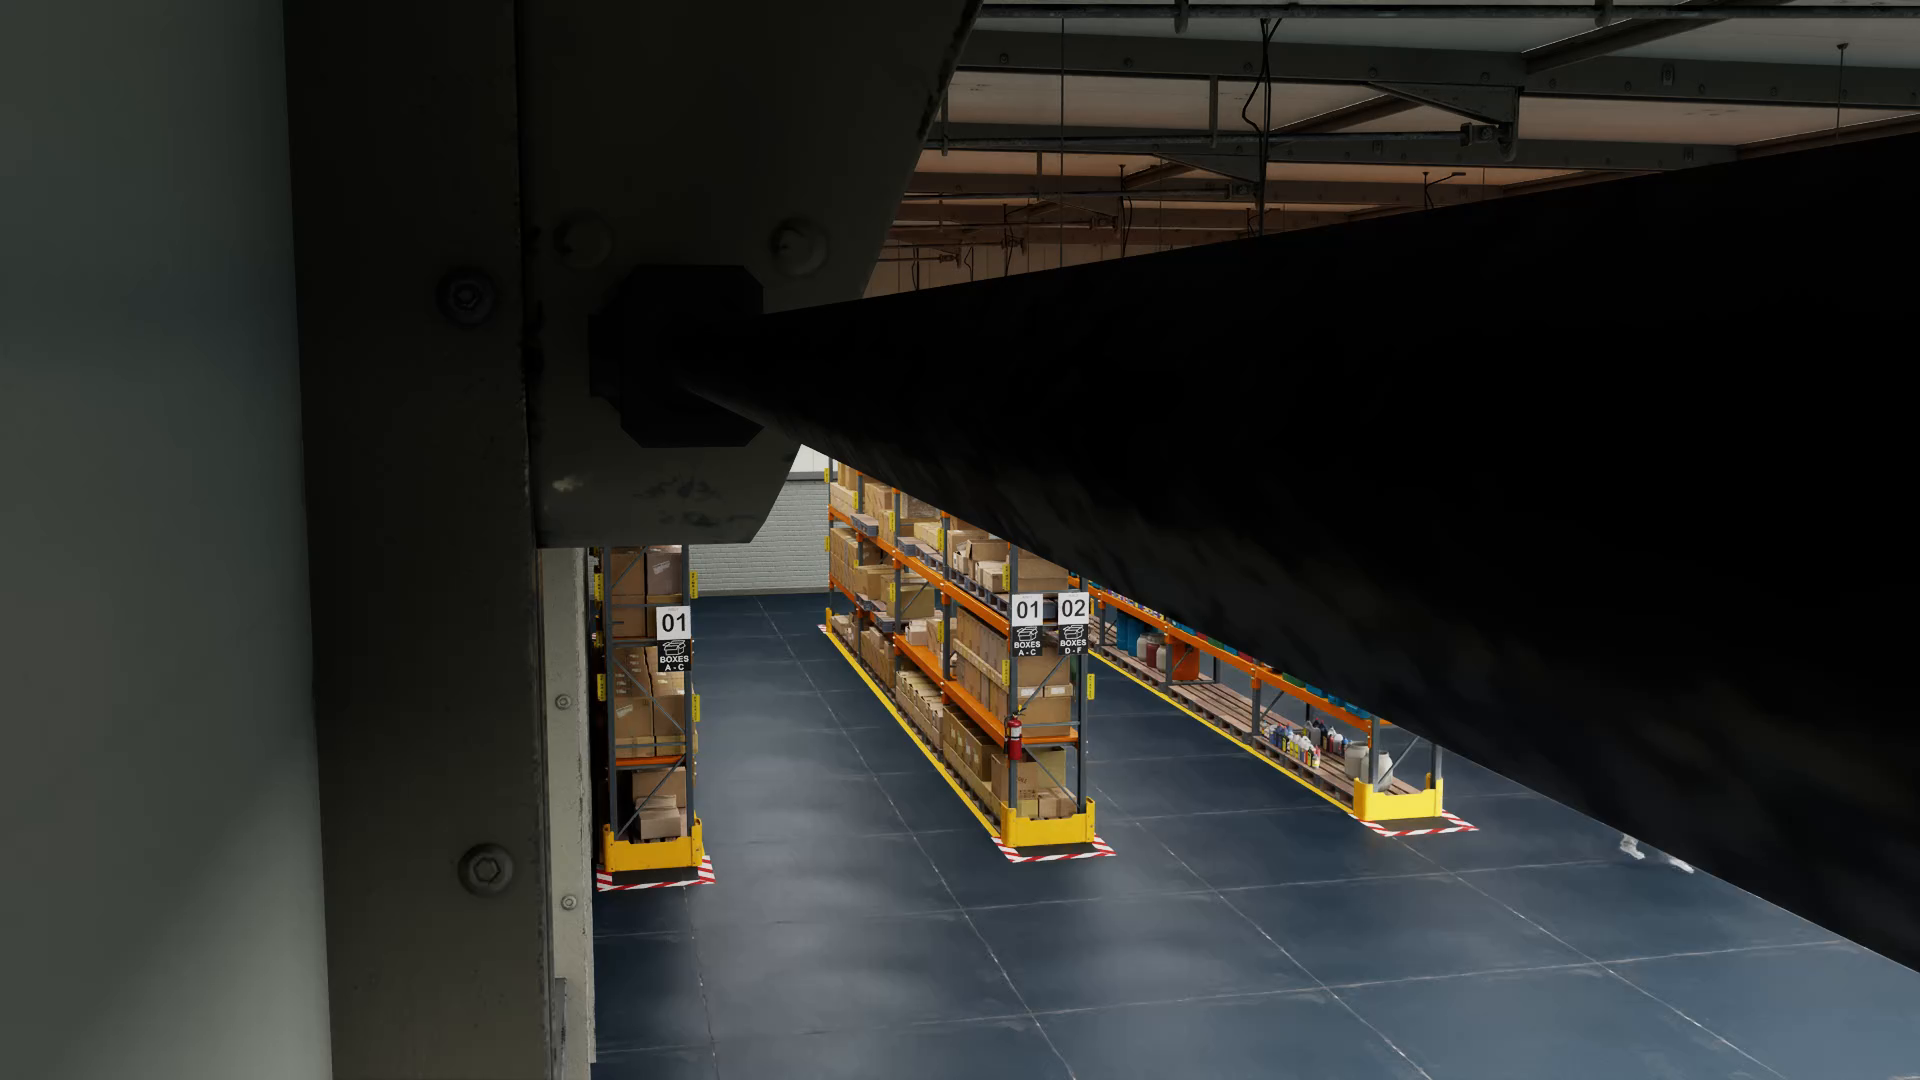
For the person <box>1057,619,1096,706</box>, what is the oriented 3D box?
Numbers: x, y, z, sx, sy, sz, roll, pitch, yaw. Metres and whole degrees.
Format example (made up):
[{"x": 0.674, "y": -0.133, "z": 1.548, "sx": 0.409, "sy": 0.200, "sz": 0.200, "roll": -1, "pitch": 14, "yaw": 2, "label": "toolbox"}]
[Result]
[{"x": 2.045, "y": 1.960, "z": 29.363, "sx": 0.597, "sy": 1.805, "sz": 0.967, "roll": -3, "pitch": 8, "yaw": -26, "label": "person"}]

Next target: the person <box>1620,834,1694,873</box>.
[{"x": 8.438, "y": 3.068, "z": 20.053, "sx": 0.824, "sy": 1.824, "sz": 0.634, "roll": 2, "pitch": 7, "yaw": 15, "label": "person"}]
